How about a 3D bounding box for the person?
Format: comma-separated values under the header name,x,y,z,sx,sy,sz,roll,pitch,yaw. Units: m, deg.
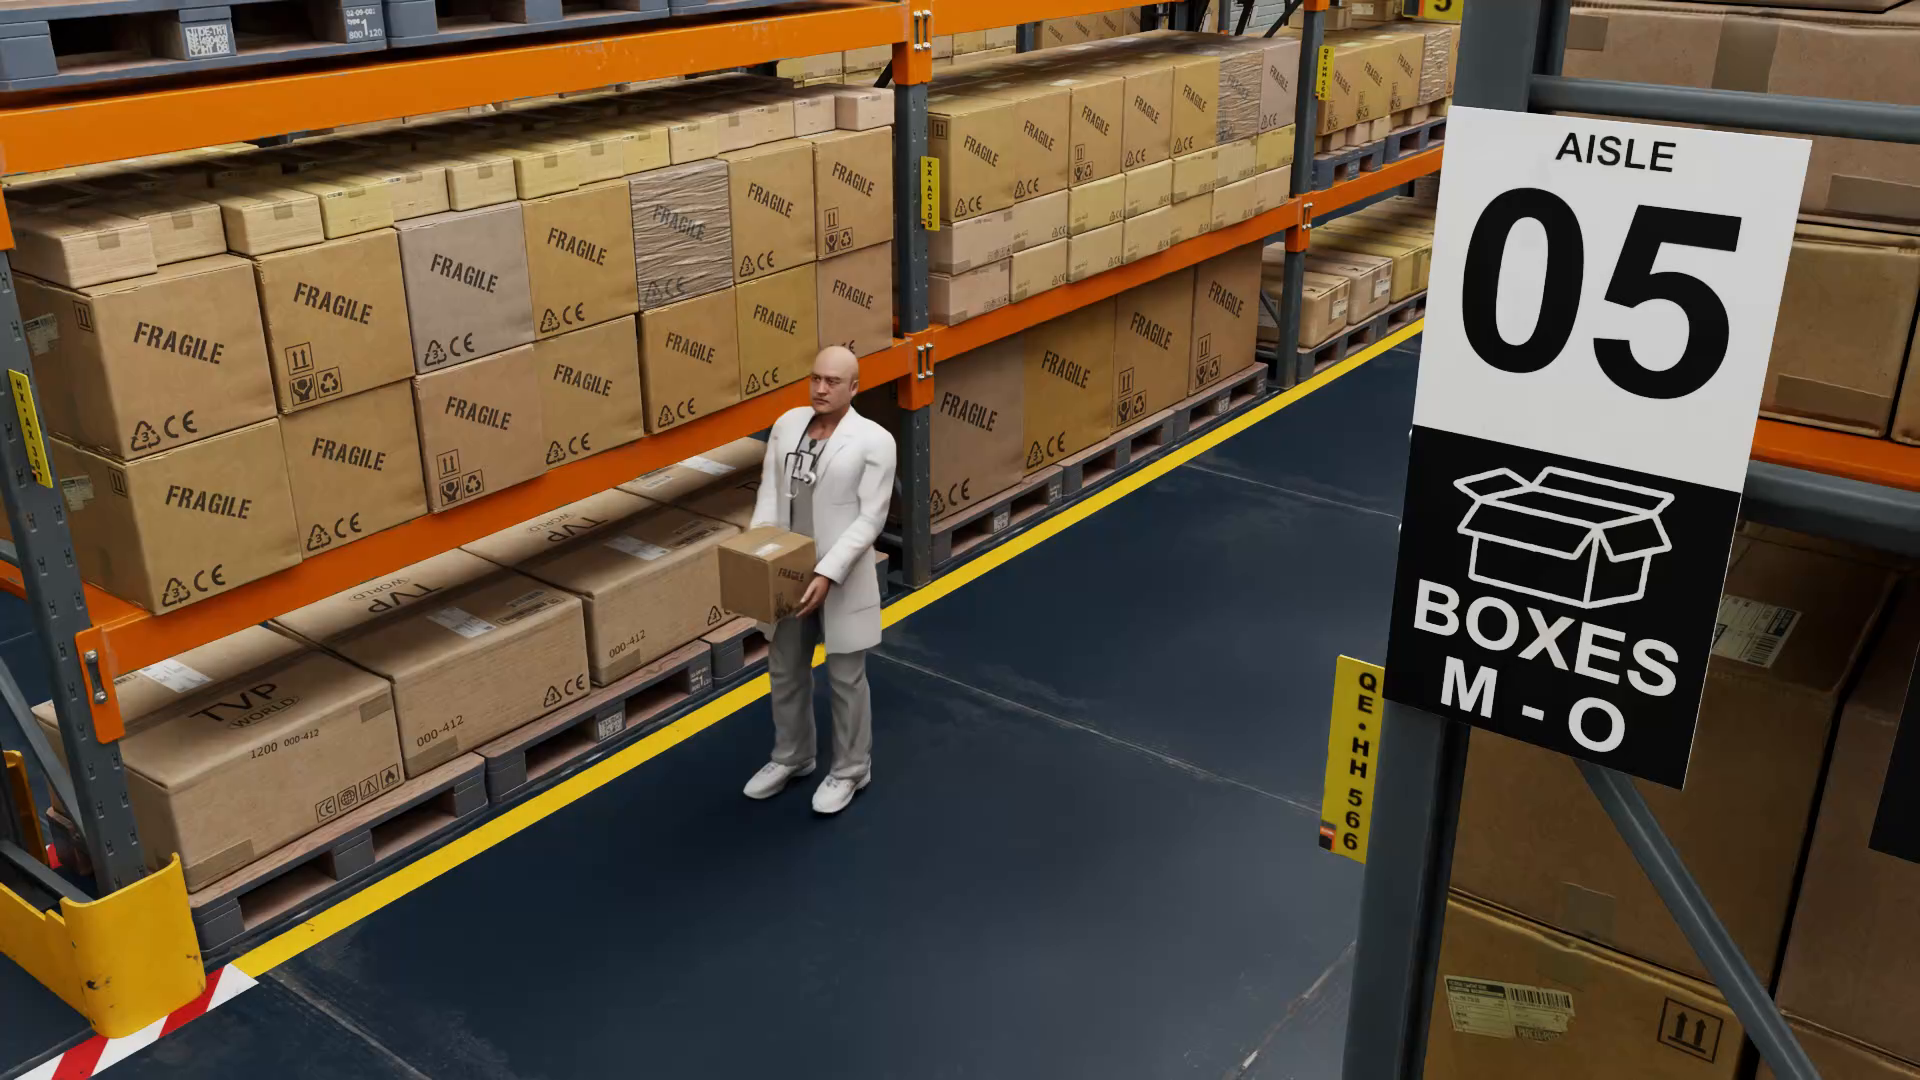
name,x,y,z,sx,sy,sz,roll,pitch,yaw
person,-0.550,0.180,6.192,0.542,1.779,0.550,11,26,24
